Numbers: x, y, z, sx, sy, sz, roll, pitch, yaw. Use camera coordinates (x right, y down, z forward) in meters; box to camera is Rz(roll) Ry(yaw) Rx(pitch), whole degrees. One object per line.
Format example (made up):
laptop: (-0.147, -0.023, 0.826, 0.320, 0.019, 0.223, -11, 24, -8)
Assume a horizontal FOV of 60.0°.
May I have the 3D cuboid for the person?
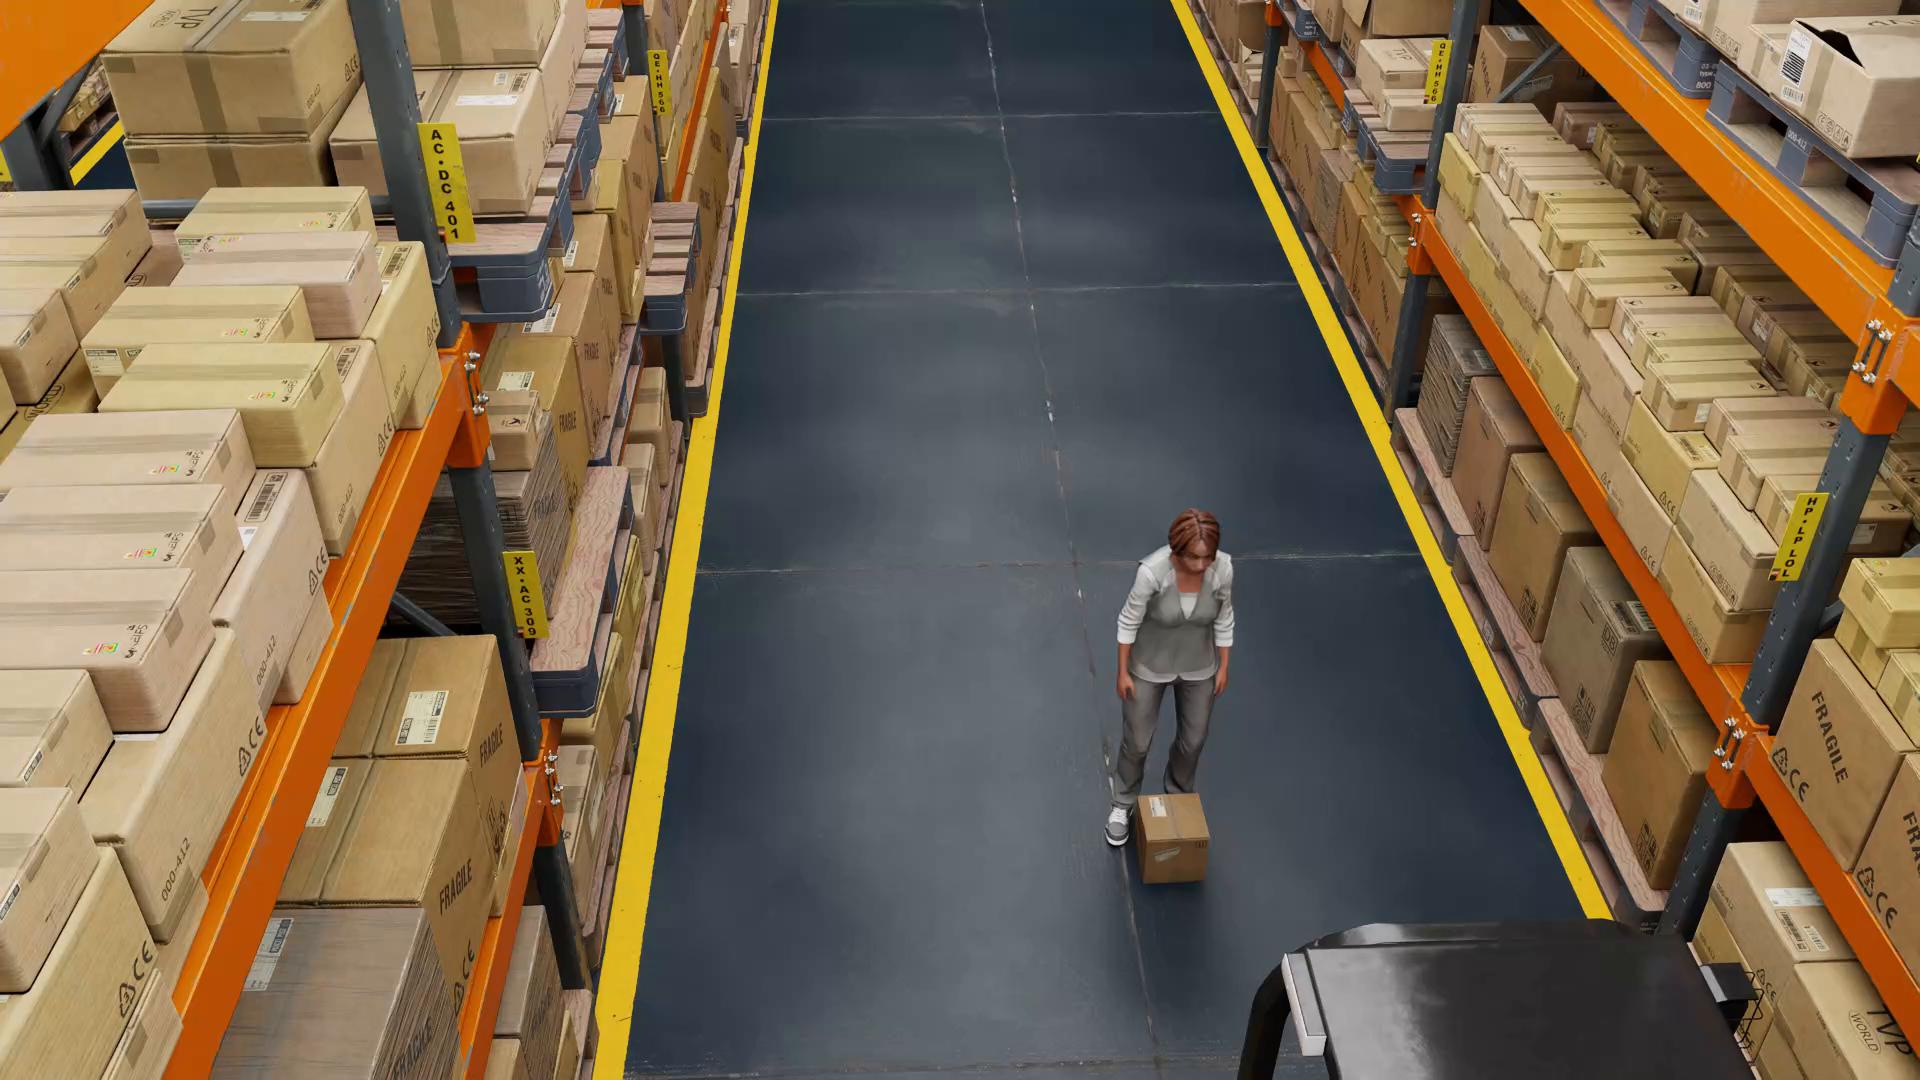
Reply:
person: (0.826, 0.559, 6.515, 0.472, 1.484, 0.347, -3, 36, -4)
